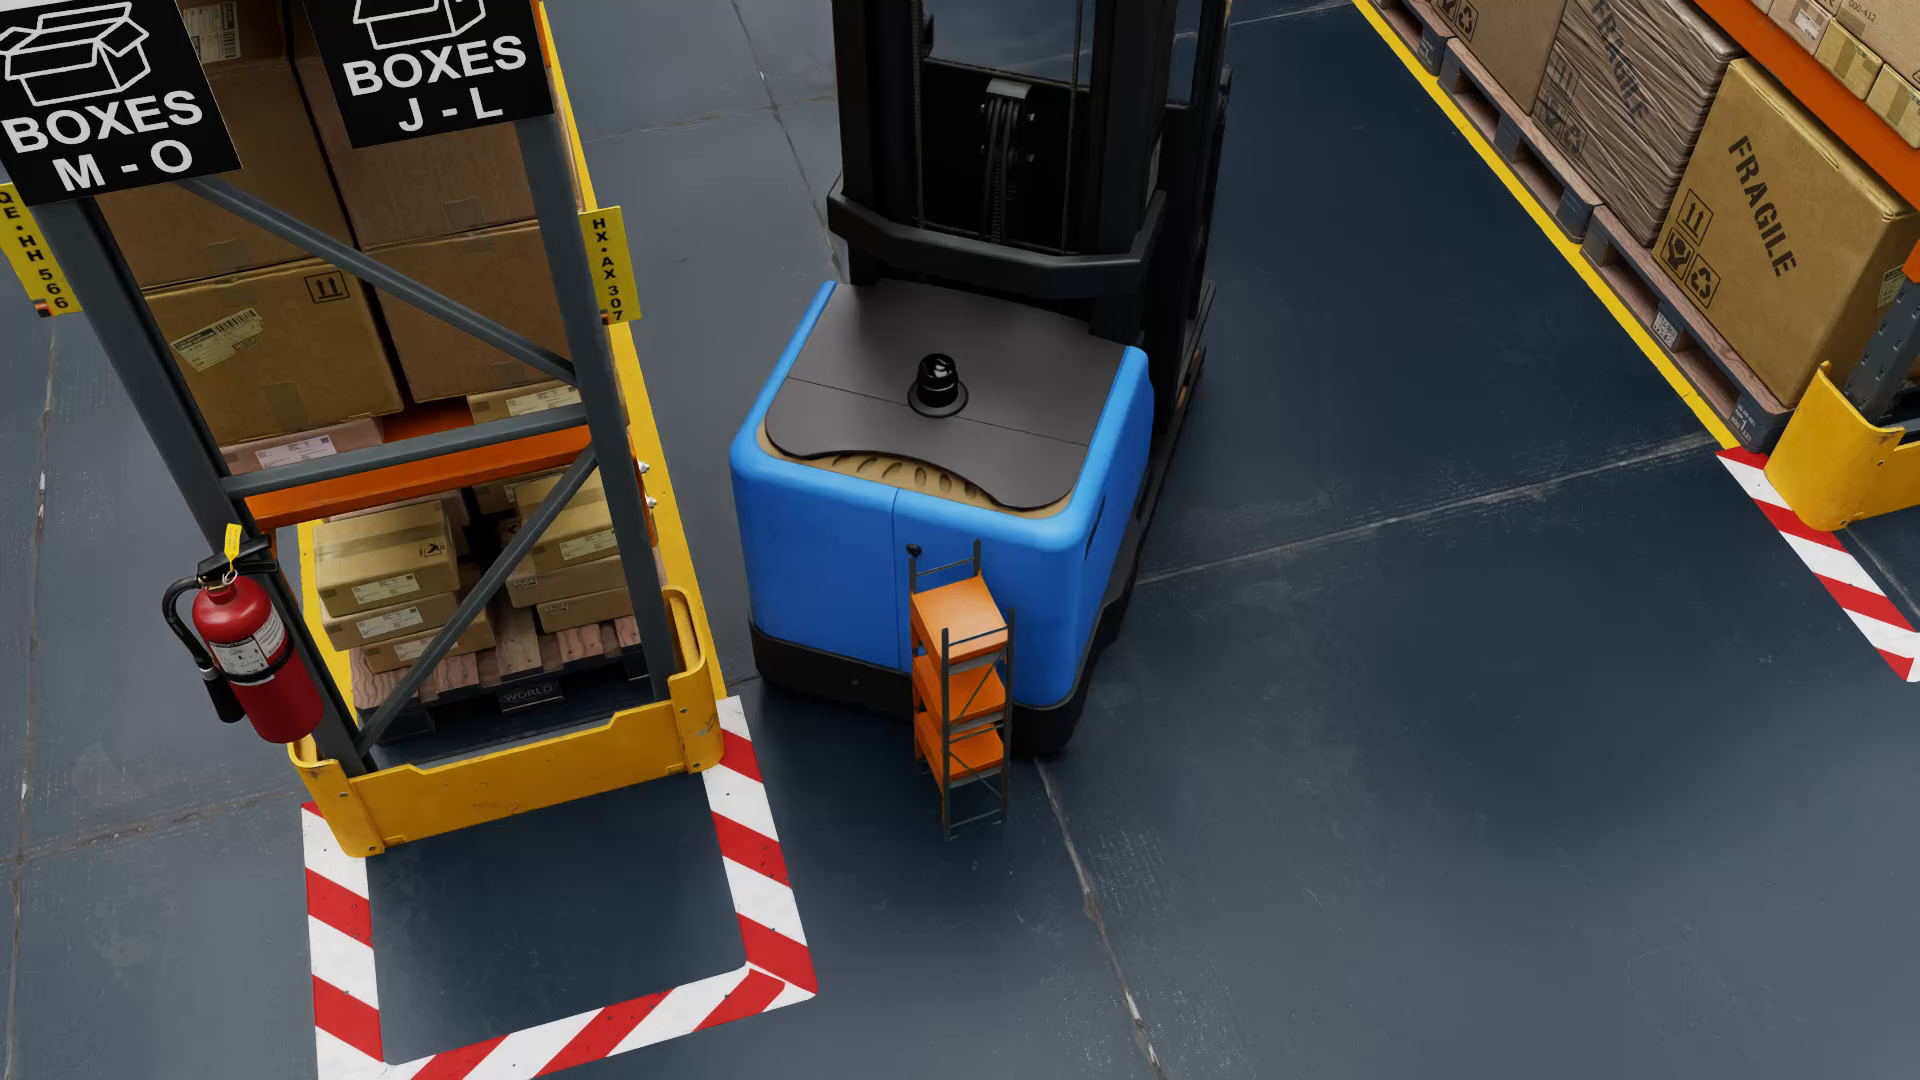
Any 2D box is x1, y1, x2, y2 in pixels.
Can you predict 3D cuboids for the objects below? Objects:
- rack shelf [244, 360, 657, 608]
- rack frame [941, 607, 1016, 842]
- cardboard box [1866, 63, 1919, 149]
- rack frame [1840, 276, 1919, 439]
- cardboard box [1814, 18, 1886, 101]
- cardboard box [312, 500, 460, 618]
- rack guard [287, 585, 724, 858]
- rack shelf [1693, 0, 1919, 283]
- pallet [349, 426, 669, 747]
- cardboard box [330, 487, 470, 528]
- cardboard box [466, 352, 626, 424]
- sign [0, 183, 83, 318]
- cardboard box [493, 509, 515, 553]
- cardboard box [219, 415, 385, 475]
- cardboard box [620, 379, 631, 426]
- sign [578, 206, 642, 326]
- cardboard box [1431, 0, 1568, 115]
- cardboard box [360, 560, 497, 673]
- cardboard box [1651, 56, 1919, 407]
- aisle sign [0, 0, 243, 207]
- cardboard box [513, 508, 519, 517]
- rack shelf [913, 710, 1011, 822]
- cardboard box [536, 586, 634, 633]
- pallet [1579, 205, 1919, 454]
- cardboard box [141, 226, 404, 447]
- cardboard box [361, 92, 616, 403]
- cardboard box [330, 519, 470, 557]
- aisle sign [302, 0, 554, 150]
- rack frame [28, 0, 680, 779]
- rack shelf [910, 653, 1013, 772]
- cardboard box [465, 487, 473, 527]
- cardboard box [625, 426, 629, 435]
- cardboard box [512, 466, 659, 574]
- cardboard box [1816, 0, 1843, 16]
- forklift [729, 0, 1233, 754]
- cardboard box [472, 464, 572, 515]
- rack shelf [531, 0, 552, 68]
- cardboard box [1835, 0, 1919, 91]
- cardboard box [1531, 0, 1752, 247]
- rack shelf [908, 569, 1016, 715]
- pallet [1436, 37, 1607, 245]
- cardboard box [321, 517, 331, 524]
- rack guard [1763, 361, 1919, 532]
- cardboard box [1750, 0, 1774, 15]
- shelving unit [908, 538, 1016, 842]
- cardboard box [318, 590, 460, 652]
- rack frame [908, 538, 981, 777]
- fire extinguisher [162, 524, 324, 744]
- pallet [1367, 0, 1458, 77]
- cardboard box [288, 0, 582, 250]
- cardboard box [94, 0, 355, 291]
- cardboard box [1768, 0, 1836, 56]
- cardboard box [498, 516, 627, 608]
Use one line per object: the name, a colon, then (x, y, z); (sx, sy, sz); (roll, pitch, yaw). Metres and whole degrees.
rack shelf: (-1.898, -1.438, 5.471); (1.077, 0.370, 4.000); (-13, 51, -11)
rack frame: (0.047, 0.538, 4.610); (0.200, 1.050, 0.008); (-16, 52, -13)
cardboard box: (3.042, -1.362, 5.100); (0.380, 0.149, 0.250); (-12, 51, -10)
rack frame: (3.462, -1.257, 4.848); (1.000, 3.000, 0.127); (-13, 51, -11)
cardboard box: (2.963, -1.551, 5.260); (0.380, 0.149, 0.250); (-13, 51, -11)
cardboard box: (-1.705, 0.053, 4.944); (0.380, 0.149, 0.250); (-13, 51, -11)
rack guard: (-1.329, 0.541, 4.967); (1.175, 0.500, 0.348); (-13, 51, -11)
rack shelf: (2.870, -2.486, 6.354); (1.077, 0.370, 4.000); (-13, 51, -11)
pallet: (-1.535, 0.033, 5.584); (1.003, 0.211, 1.213); (-13, 51, -11)
cardboard box: (-1.724, -0.143, 5.110); (0.380, 0.149, 0.250); (-12, 51, -10)
cardboard box: (-1.089, -0.439, 4.322); (0.380, 0.149, 0.250); (-14, 51, -11)
sign: (-1.842, -0.573, 3.307); (0.100, 0.325, 0.005); (-13, 51, -11)
cardboard box: (-1.311, -0.053, 5.423); (0.380, 0.149, 0.250); (-13, 51, -11)
cardboard box: (-1.673, -0.302, 4.207); (0.380, 0.149, 0.250); (-13, 51, -11)
cardboard box: (-1.285, -0.464, 5.380); (0.380, 0.149, 0.250); (-13, 51, -11)
sign: (-0.788, -0.611, 3.737); (0.100, 0.325, 0.005); (-13, 51, -11)
cardboard box: (2.664, -2.471, 6.987); (0.875, 0.875, 0.875); (-13, 51, -11)
cardboard box: (-1.661, 0.237, 5.178); (0.380, 0.149, 0.250); (-13, 51, -10)
cardboard box: (3.196, -1.157, 5.878); (0.875, 0.875, 0.875); (-13, 51, -11)
aisle sign: (-1.571, -0.926, 2.868); (0.394, 0.787, 0.004); (-13, 51, -11)
cardboard box: (-1.243, -0.175, 5.331); (0.380, 0.149, 0.250); (-14, 51, -11)
rack shelf: (0.004, 0.637, 4.904); (0.215, 0.259, 0.240); (-16, 52, -13)
cardboard box: (-1.155, 0.119, 5.278); (0.380, 0.149, 0.250); (-12, 51, -10)
pallet: (3.150, -0.924, 6.391); (1.003, 0.211, 1.213); (-13, 51, -11)
cardboard box: (-1.685, -0.607, 4.040); (0.500, 0.500, 0.500); (-12, 51, -10)
cardboard box: (-1.175, -0.728, 4.142); (0.500, 0.500, 0.500); (-11, 51, -9)
cardboard box: (-1.761, -0.046, 5.222); (0.380, 0.149, 0.250); (-14, 51, -12)
aisle sign: (-0.998, -1.062, 2.983); (0.394, 0.787, 0.004); (-13, 51, -11)
rack frame: (-1.306, -0.209, 3.964); (1.000, 3.000, 0.127); (-13, 51, -11)
rack shelf: (0.004, 0.458, 4.691); (0.215, 0.259, 0.240); (-16, 52, -13)
cardboard box: (-1.830, -0.140, 5.496); (0.380, 0.149, 0.250); (-14, 51, -11)
cardboard box: (-1.362, -0.445, 5.753); (0.380, 0.149, 0.250); (-13, 51, -11)
cardboard box: (-1.137, -0.077, 5.054); (0.380, 0.149, 0.250); (-15, 52, -13)
cardboard box: (2.915, -1.969, 5.352); (0.500, 0.250, 0.500); (-14, 51, -12)
forklift: (0.280, -1.444, 5.051); (1.130, 2.935, 3.031); (14, 51, 11)
cardboard box: (-1.333, -0.251, 5.201); (0.380, 0.149, 0.250); (-12, 51, -10)
rack shelf: (-1.898, -2.405, 4.324); (1.077, 0.370, 4.000); (-13, 51, -11)
cardboard box: (3.065, -1.598, 5.039); (0.500, 0.250, 0.500); (-14, 51, -12)
cardboard box: (2.927, -1.821, 6.439); (0.875, 0.875, 0.875); (-13, 51, -11)
rack shelf: (0.004, 0.275, 4.474); (0.215, 0.259, 0.240); (-16, 52, -13)
pallet: (2.793, -1.814, 7.141); (1.003, 0.211, 1.213); (-13, 51, -11)
cardboard box: (-1.890, -0.222, 5.370); (0.380, 0.149, 0.250); (-15, 52, -12)
rack guard: (3.469, -0.434, 5.789); (1.175, 0.500, 0.348); (-13, 51, -11)
cardboard box: (2.817, -1.918, 5.569); (0.380, 0.149, 0.250); (-13, 51, -10)
shelving unit: (0.004, 0.451, 4.683); (0.215, 1.050, 0.252); (-16, 52, -13)
cardboard box: (-1.735, 0.157, 5.051); (0.380, 0.149, 0.250); (-15, 51, -12)
rack frame: (-0.040, 0.364, 4.757); (0.200, 1.050, 0.008); (-16, 52, -13)
fire extinguisher: (-1.673, 0.224, 3.894); (0.296, 0.674, 0.183); (-13, 51, -11)
pallet: (2.429, -2.706, 7.894); (1.003, 0.211, 1.213); (-13, 51, -11)
cardboard box: (-1.185, -1.048, 3.757); (0.500, 0.500, 0.500); (-14, 51, -11)
cardboard box: (-1.679, -0.938, 3.665); (0.500, 0.500, 0.500); (-14, 51, -12)
cardboard box: (2.890, -1.736, 5.415); (0.380, 0.149, 0.250); (-13, 51, -11)
cardboard box: (-1.216, 0.038, 5.152); (0.380, 0.149, 0.250); (-11, 51, -9)
